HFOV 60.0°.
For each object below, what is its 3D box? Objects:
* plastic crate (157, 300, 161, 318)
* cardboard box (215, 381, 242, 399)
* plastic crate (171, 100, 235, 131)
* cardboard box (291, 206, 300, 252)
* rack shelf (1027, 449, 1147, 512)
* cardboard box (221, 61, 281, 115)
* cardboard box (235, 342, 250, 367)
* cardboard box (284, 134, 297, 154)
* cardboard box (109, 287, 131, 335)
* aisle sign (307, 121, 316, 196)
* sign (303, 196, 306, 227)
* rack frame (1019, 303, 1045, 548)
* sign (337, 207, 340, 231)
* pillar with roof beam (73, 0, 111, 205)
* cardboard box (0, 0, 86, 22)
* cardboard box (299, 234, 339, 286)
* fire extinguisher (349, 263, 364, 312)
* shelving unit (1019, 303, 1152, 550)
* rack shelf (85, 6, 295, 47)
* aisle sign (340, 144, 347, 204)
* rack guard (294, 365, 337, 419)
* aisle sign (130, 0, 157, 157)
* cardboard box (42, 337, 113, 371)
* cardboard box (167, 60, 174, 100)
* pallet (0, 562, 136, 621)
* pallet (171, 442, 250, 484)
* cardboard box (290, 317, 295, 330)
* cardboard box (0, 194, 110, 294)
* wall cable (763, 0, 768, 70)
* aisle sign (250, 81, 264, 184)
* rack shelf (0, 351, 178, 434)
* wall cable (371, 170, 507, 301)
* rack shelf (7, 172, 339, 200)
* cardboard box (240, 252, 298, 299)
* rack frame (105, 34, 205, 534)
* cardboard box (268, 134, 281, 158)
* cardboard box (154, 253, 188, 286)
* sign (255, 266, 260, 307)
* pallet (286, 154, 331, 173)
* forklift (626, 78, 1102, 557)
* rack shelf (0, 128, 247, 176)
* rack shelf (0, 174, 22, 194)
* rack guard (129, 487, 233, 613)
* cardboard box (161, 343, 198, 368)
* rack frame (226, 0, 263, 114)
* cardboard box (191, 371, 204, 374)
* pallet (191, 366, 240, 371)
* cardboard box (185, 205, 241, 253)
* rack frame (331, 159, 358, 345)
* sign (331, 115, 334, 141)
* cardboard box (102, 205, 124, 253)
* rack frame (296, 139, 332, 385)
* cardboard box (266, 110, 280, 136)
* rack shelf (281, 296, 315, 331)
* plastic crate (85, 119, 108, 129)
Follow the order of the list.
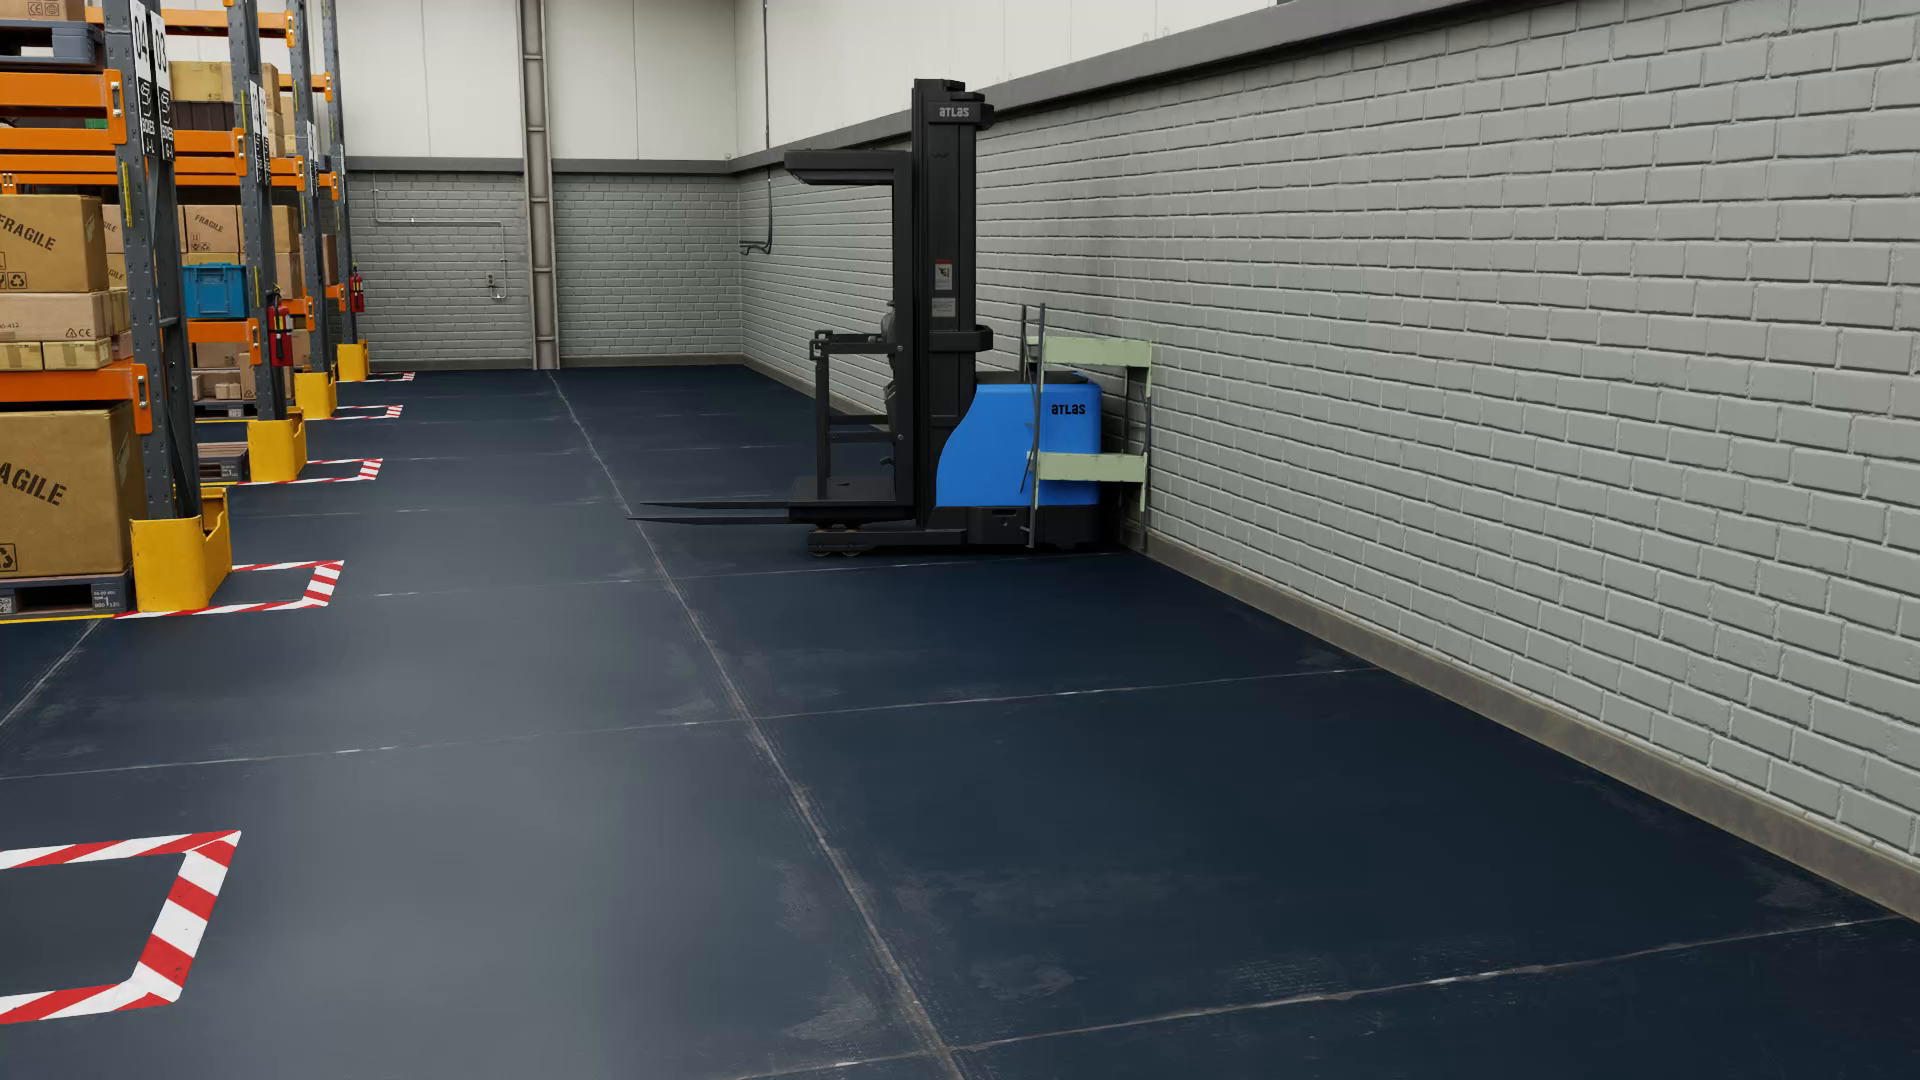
[{"bbox_3d":[-6.554,-1.879,13.530,0.243,0.136,0.396,-3,11,-16],"label":"plastic crate"},{"bbox_3d":[-8.070,-1.661,18.393,0.250,0.166,0.380,-3,11,-16],"label":"cardboard box"},{"bbox_3d":[-6.270,-3.492,13.804,0.590,0.269,0.497,-3,11,-16],"label":"plastic crate"},{"bbox_3d":[-7.703,-3.477,18.613,0.500,0.500,0.500,-3,11,-14],"label":"cardboard box"},{"bbox_3d":[0.761,-0.388,10.502,0.720,0.370,0.431,1,6,-16],"label":"rack shelf"},{"bbox_3d":[-7.692,-4.900,18.057,0.500,0.500,0.700,-3,11,-16],"label":"cardboard box"},{"bbox_3d":[-9.716,-2.673,23.026,0.500,0.500,0.700,-3,11,-16],"label":"cardboard box"},{"bbox_3d":[-9.220,-5.348,22.505,0.500,0.250,0.500,-3,11,-14],"label":"cardboard box"},{"bbox_3d":[-4.974,-1.286,9.339,0.500,0.250,0.500,-3,11,-17],"label":"cardboard box"},{"bbox_3d":[-7.052,-4.142,18.079,0.004,0.787,0.394,-3,11,-16],"label":"aisle sign"},{"bbox_3d":[-7.067,-3.540,17.922,0.005,0.325,0.100,-3,11,-16],"label":"sign"},{"bbox_3d":[0.423,-0.717,10.369,0.023,1.500,0.400,1,6,-16],"label":"rack frame"},{"bbox_3d":[-8.453,-4.365,22.619,0.005,0.325,0.100,-3,11,-16],"label":"sign"},{"bbox_3d":[-10.798,-5.959,18.563,0.400,9.000,9.100,-3,11,-16],"label":"pillar with roof beam"},{"bbox_3d":[-4.922,-2.935,8.709,0.500,0.500,0.700,-4,11,-19],"label":"cardboard box"},{"bbox_3d":[-9.078,-3.894,23.085,0.700,0.700,0.980,-3,11,-13],"label":"cardboard box"},{"bbox_3d":[-8.317,-3.480,22.908,0.183,0.674,0.296,-3,11,-16],"label":"fire extinguisher"},{"bbox_3d":[0.775,-0.712,10.470,0.755,1.500,0.431,1,6,-16],"label":"shelving unit"},{"bbox_3d":[-9.123,-5.407,17.558,4.000,0.370,1.077,-3,11,-16],"label":"rack shelf"},{"bbox_3d":[-8.438,-5.004,22.763,0.004,0.787,0.394,-3,11,-16],"label":"aisle sign"},{"bbox_3d":[-7.276,-1.680,18.791,0.348,0.500,1.175,-3,11,-16],"label":"rack guard"},{"bbox_3d":[-4.285,-2.421,8.731,0.004,0.787,0.394,-3,11,-16],"label":"aisle sign"},{"bbox_3d":[-4.688,-0.992,8.844,0.250,0.149,0.380,-3,11,-15],"label":"cardboard box"},{"bbox_3d":[-8.646,-4.846,17.761,0.500,0.500,0.700,-3,11,-16],"label":"cardboard box"},{"bbox_3d":[-5.184,0.235,9.189,1.213,0.211,1.003,-3,11,-16],"label":"pallet"},{"bbox_3d":[-6.625,-0.645,13.969,1.213,0.211,1.003,-3,11,-16],"label":"pallet"},{"bbox_3d":[-9.308,-2.979,22.897,0.250,0.149,0.380,-3,11,-17],"label":"cardboard box"},{"bbox_3d":[-4.832,-1.562,8.766,0.500,0.500,0.500,-3,11,-15],"label":"cardboard box"},{"bbox_3d":[-2.305,-7.435,21.205,0.112,2.526,3.097,-3,11,-16],"label":"wall cable"},{"bbox_3d":[-5.671,-3.283,13.415,0.004,0.787,0.394,-3,11,-16],"label":"aisle sign"},{"bbox_3d":[-6.358,-0.736,8.745,4.000,0.370,1.077,-3,11,-16],"label":"rack shelf"},{"bbox_3d":[-7.626,-4.503,24.415,1.851,1.984,0.084,-3,11,-16],"label":"wall cable"},{"bbox_3d":[-10.511,-4.794,22.506,4.000,0.370,1.077,-3,11,-16],"label":"rack shelf"},{"bbox_3d":[-7.557,-2.892,18.196,0.500,0.500,0.500,-3,11,-14],"label":"cardboard box"},{"bbox_3d":[-4.438,-1.191,9.230,0.127,3.000,1.000,-3,11,-16],"label":"rack frame"},{"bbox_3d":[-7.623,-4.243,17.937,0.500,0.250,0.500,-3,11,-16],"label":"cardboard box"},{"bbox_3d":[-8.535,-2.841,17.918,0.500,0.500,0.500,-3,11,-15],"label":"cardboard box"},{"bbox_3d":[-5.653,-2.037,13.377,0.005,0.325,0.100,-3,11,-16],"label":"sign"},{"bbox_3d":[-9.301,-5.166,22.784,1.213,0.211,1.003,-3,11,-16],"label":"pallet"},{"bbox_3d":[-0.628,-1.436,10.749,3.031,2.935,1.130,-1,10,-3],"label":"forklift"},{"bbox_3d":[-7.742,-3.072,13.151,4.000,0.370,1.077,-3,11,-16],"label":"rack shelf"},{"bbox_3d":[-14.352,-4.592,21.406,4.000,0.370,1.077,-3,11,-16],"label":"rack shelf"},{"bbox_3d":[-4.415,0.037,9.463,0.348,0.500,1.175,-3,11,-16],"label":"rack guard"},{"bbox_3d":[-10.708,-2.619,22.733,0.500,0.500,0.700,-3,11,-15],"label":"cardboard box"},{"bbox_3d":[-5.822,-5.002,13.364,0.127,3.000,1.000,-3,11,-16],"label":"rack frame"},{"bbox_3d":[-8.765,-1.748,18.638,0.500,0.250,0.500,-3,11,-16],"label":"cardboard box"},{"bbox_3d":[-10.506,-2.287,22.889,1.213,0.211,1.003,-3,11,-16],"label":"pallet"},{"bbox_3d":[-8.038,-3.358,17.964,0.500,0.500,0.500,-3,11,-14],"label":"cardboard box"},{"bbox_3d":[-8.591,-3.774,23.262,0.127,3.000,1.000,-3,11,-16],"label":"rack frame"},{"bbox_3d":[-8.453,-5.551,22.401,0.005,0.325,0.100,-3,11,-16],"label":"sign"},{"bbox_3d":[-9.028,-3.305,17.676,0.500,0.500,0.500,-3,11,-14],"label":"cardboard box"},{"bbox_3d":[-7.203,-2.913,18.585,0.127,3.000,1.000,-3,11,-16],"label":"rack frame"},{"bbox_3d":[-7.625,-4.490,17.900,0.500,0.250,0.500,-3,11,-16],"label":"cardboard box"},{"bbox_3d":[-9.123,-2.458,18.100,4.000,0.370,1.077,-3,11,-16],"label":"rack shelf"},{"bbox_3d":[-6.689,-3.323,13.114,0.336,0.188,0.450,-3,11,-16],"label":"plastic crate"}]
